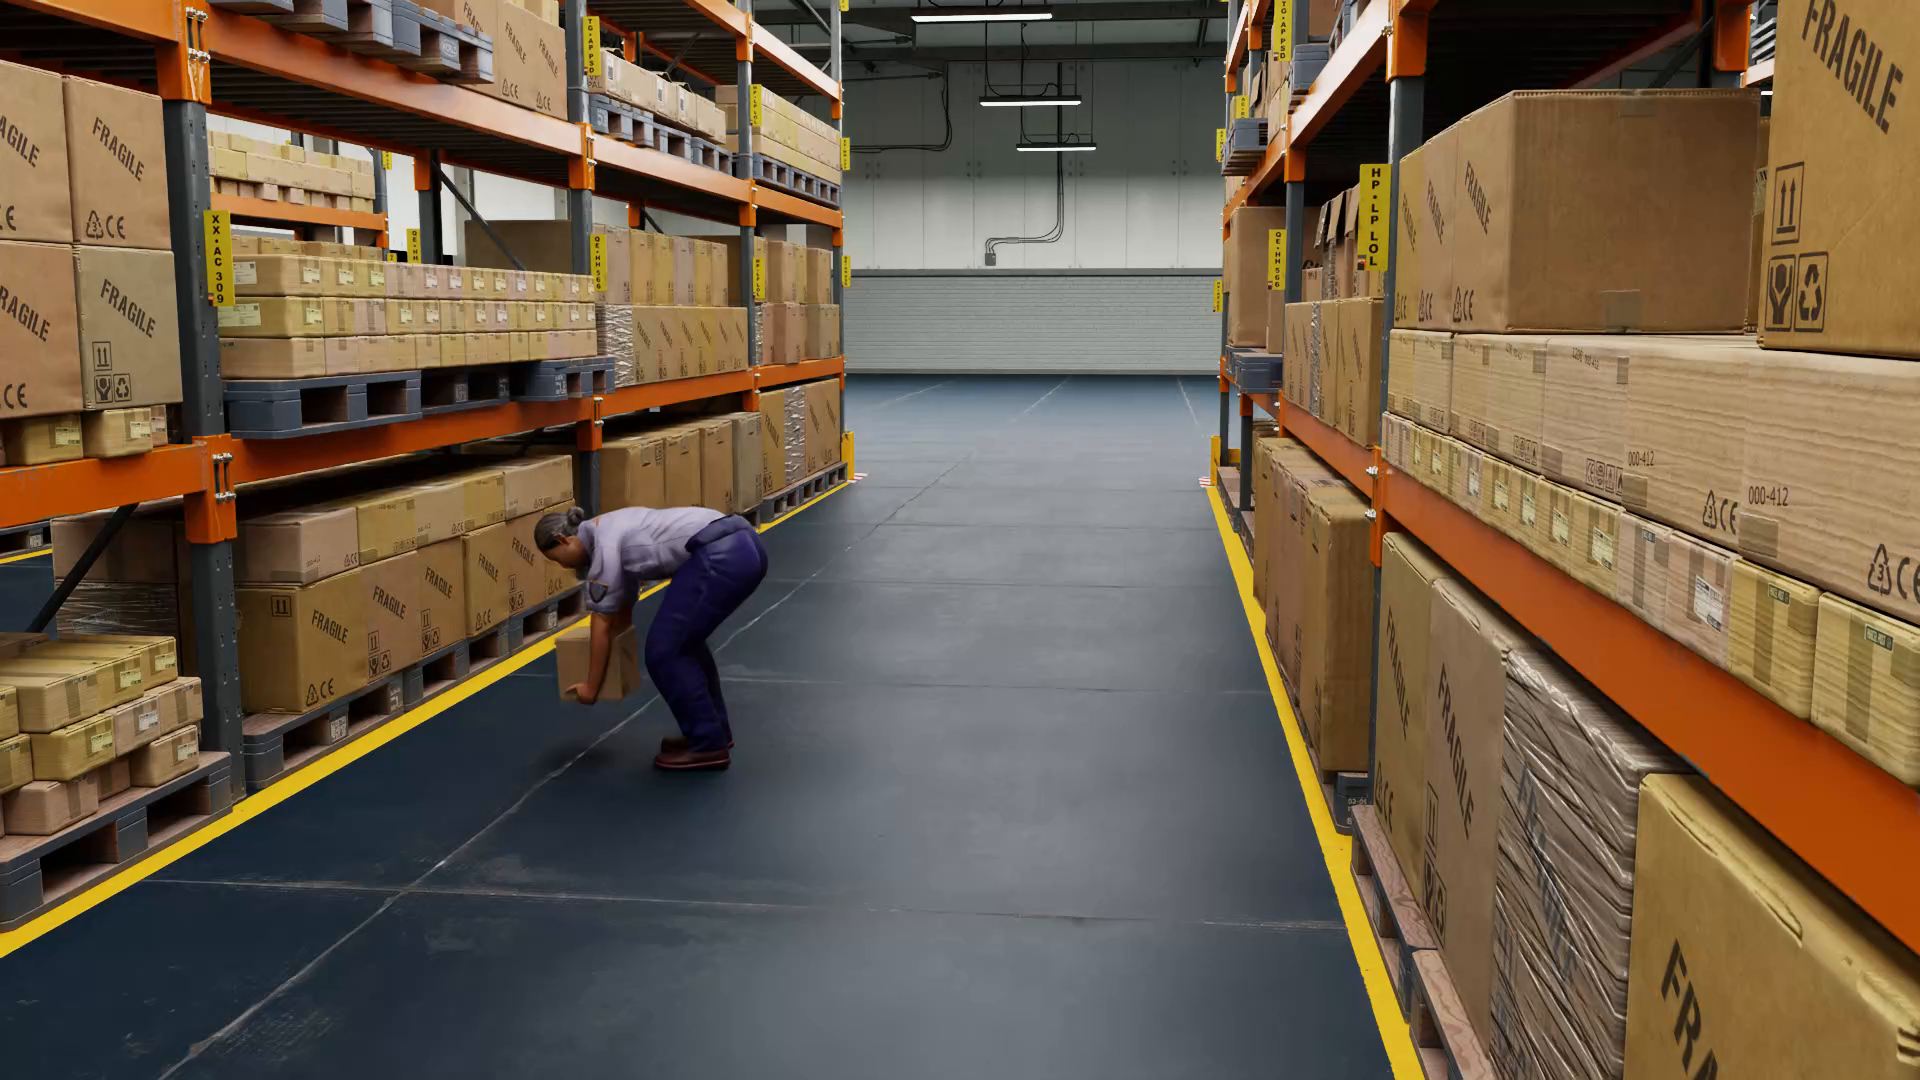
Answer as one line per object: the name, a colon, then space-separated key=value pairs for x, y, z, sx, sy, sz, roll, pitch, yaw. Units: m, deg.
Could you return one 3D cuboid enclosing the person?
person: x=-1.242 y=0.370 z=6.537 sx=0.856 sy=1.004 sz=0.475 roll=1 pitch=8 yaw=4
